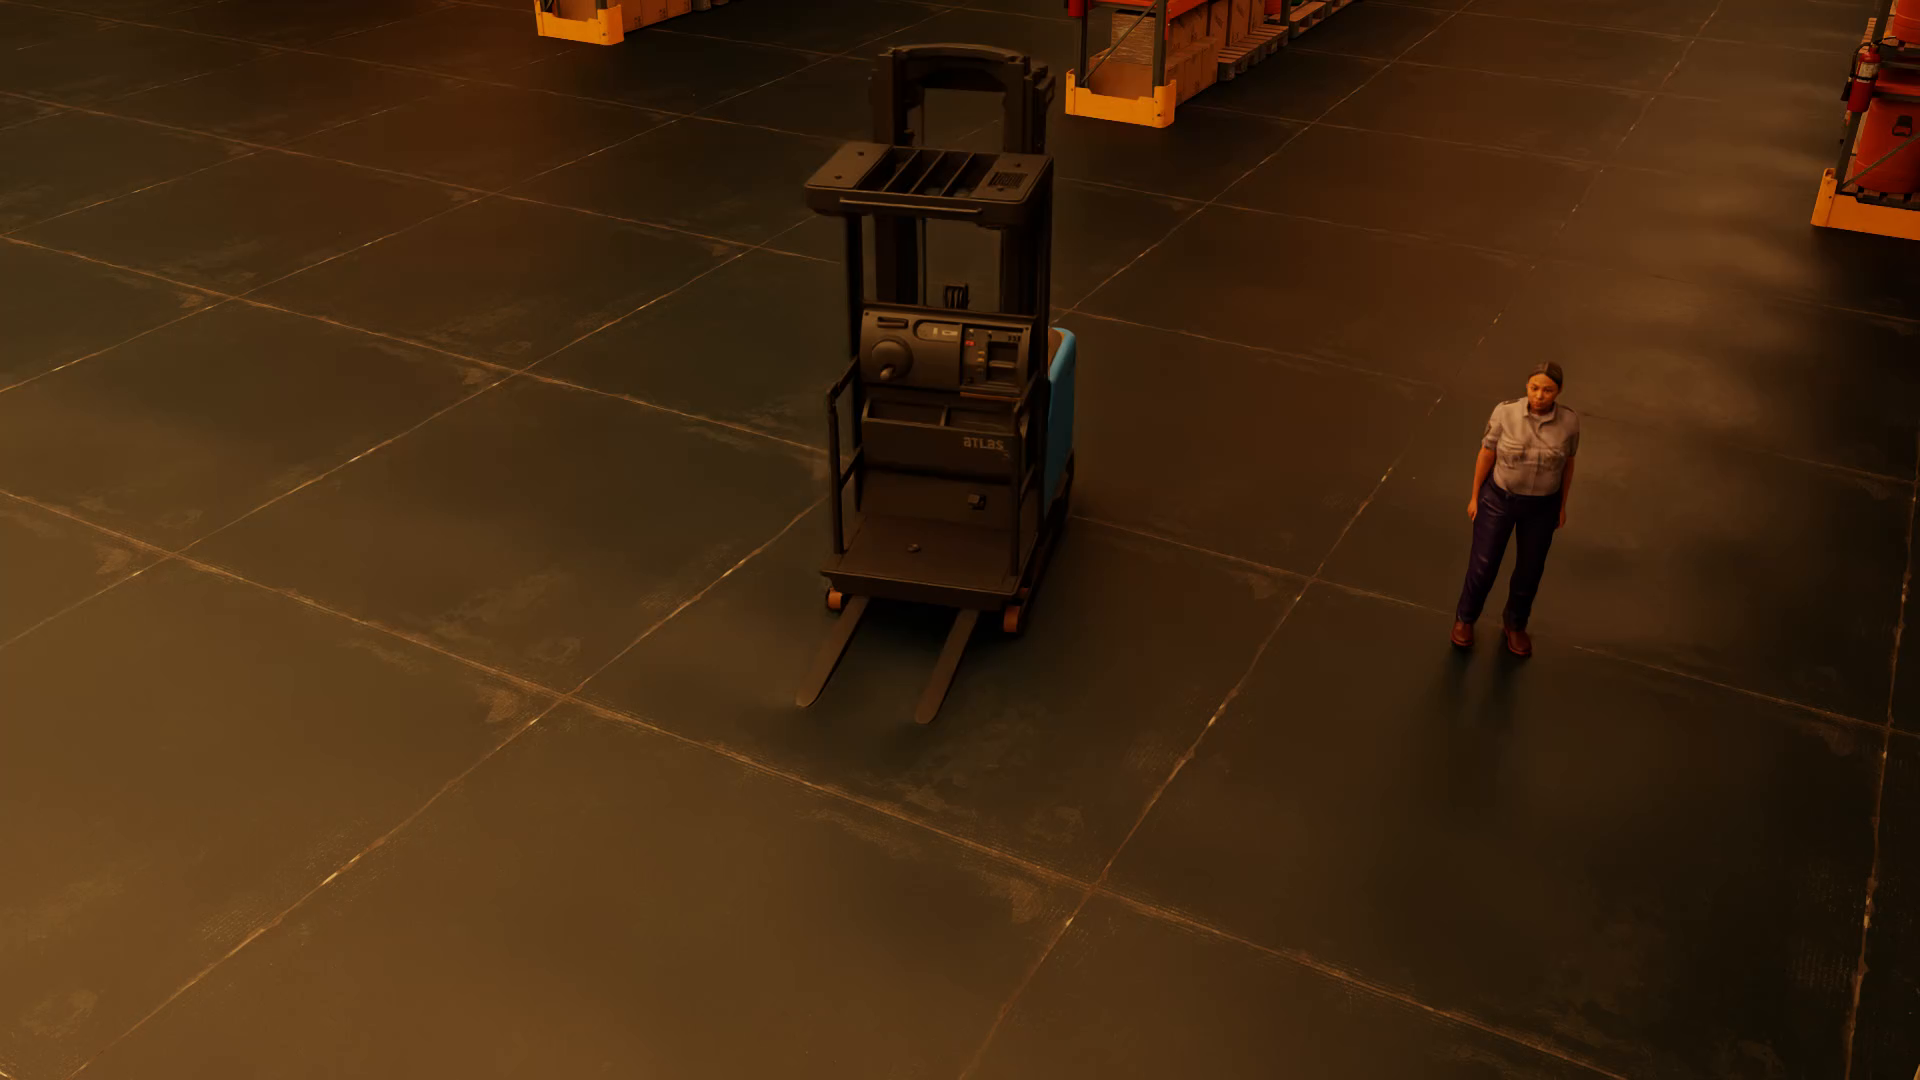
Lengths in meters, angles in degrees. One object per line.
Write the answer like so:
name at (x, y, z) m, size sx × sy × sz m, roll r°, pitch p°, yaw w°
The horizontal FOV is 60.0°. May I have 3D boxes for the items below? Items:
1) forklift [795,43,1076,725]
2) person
forklift at (-0.127, -0.963, 8.739) m, size 1.130 × 2.935 × 3.031 m, roll 7°, pitch 31°, yaw 12°
person at (2.903, -0.166, 8.642) m, size 0.499 × 1.651 × 0.373 m, roll 5°, pitch 30°, yaw 9°
